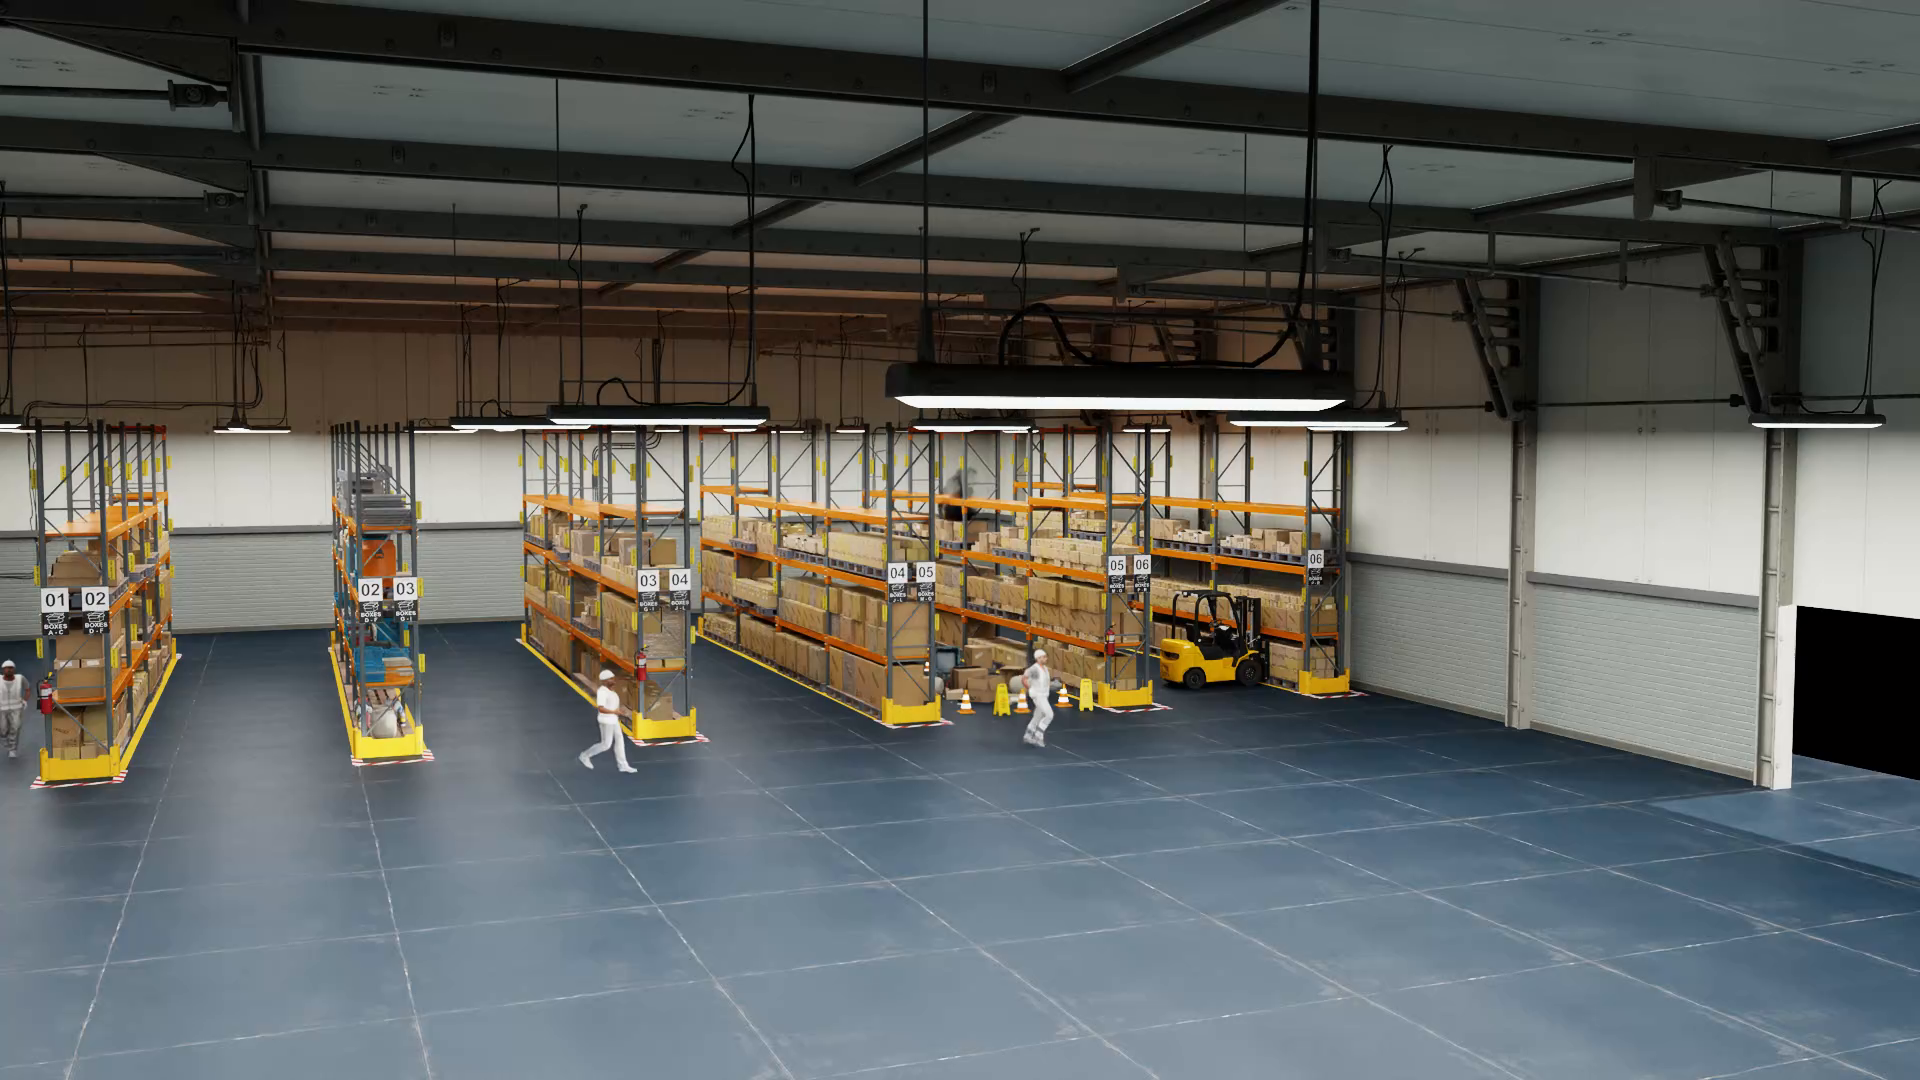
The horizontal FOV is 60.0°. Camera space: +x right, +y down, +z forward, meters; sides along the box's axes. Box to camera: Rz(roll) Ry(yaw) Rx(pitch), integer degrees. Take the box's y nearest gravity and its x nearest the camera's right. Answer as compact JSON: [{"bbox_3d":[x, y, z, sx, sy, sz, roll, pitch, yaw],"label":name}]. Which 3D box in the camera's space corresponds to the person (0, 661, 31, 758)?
[{"bbox_3d":[-16.974,3.001,29.721,0.669,1.733,0.695,-2,4,-30],"label":"person"}]

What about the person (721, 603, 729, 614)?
[{"bbox_3d":[-6.979,1.826,49.613,0.696,1.615,0.621,1,4,16],"label":"person"}]

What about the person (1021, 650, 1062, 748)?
[{"bbox_3d":[1.496,2.923,30.636,0.726,1.809,0.632,2,4,23],"label":"person"}]

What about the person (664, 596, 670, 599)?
[{"bbox_3d":[-8.468,1.933,48.036,0.621,1.573,0.581,2,4,27],"label":"person"}]

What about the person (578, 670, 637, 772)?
[{"bbox_3d":[-5.959,3.070,28.104,0.977,1.754,0.709,0,4,3],"label":"person"}]
